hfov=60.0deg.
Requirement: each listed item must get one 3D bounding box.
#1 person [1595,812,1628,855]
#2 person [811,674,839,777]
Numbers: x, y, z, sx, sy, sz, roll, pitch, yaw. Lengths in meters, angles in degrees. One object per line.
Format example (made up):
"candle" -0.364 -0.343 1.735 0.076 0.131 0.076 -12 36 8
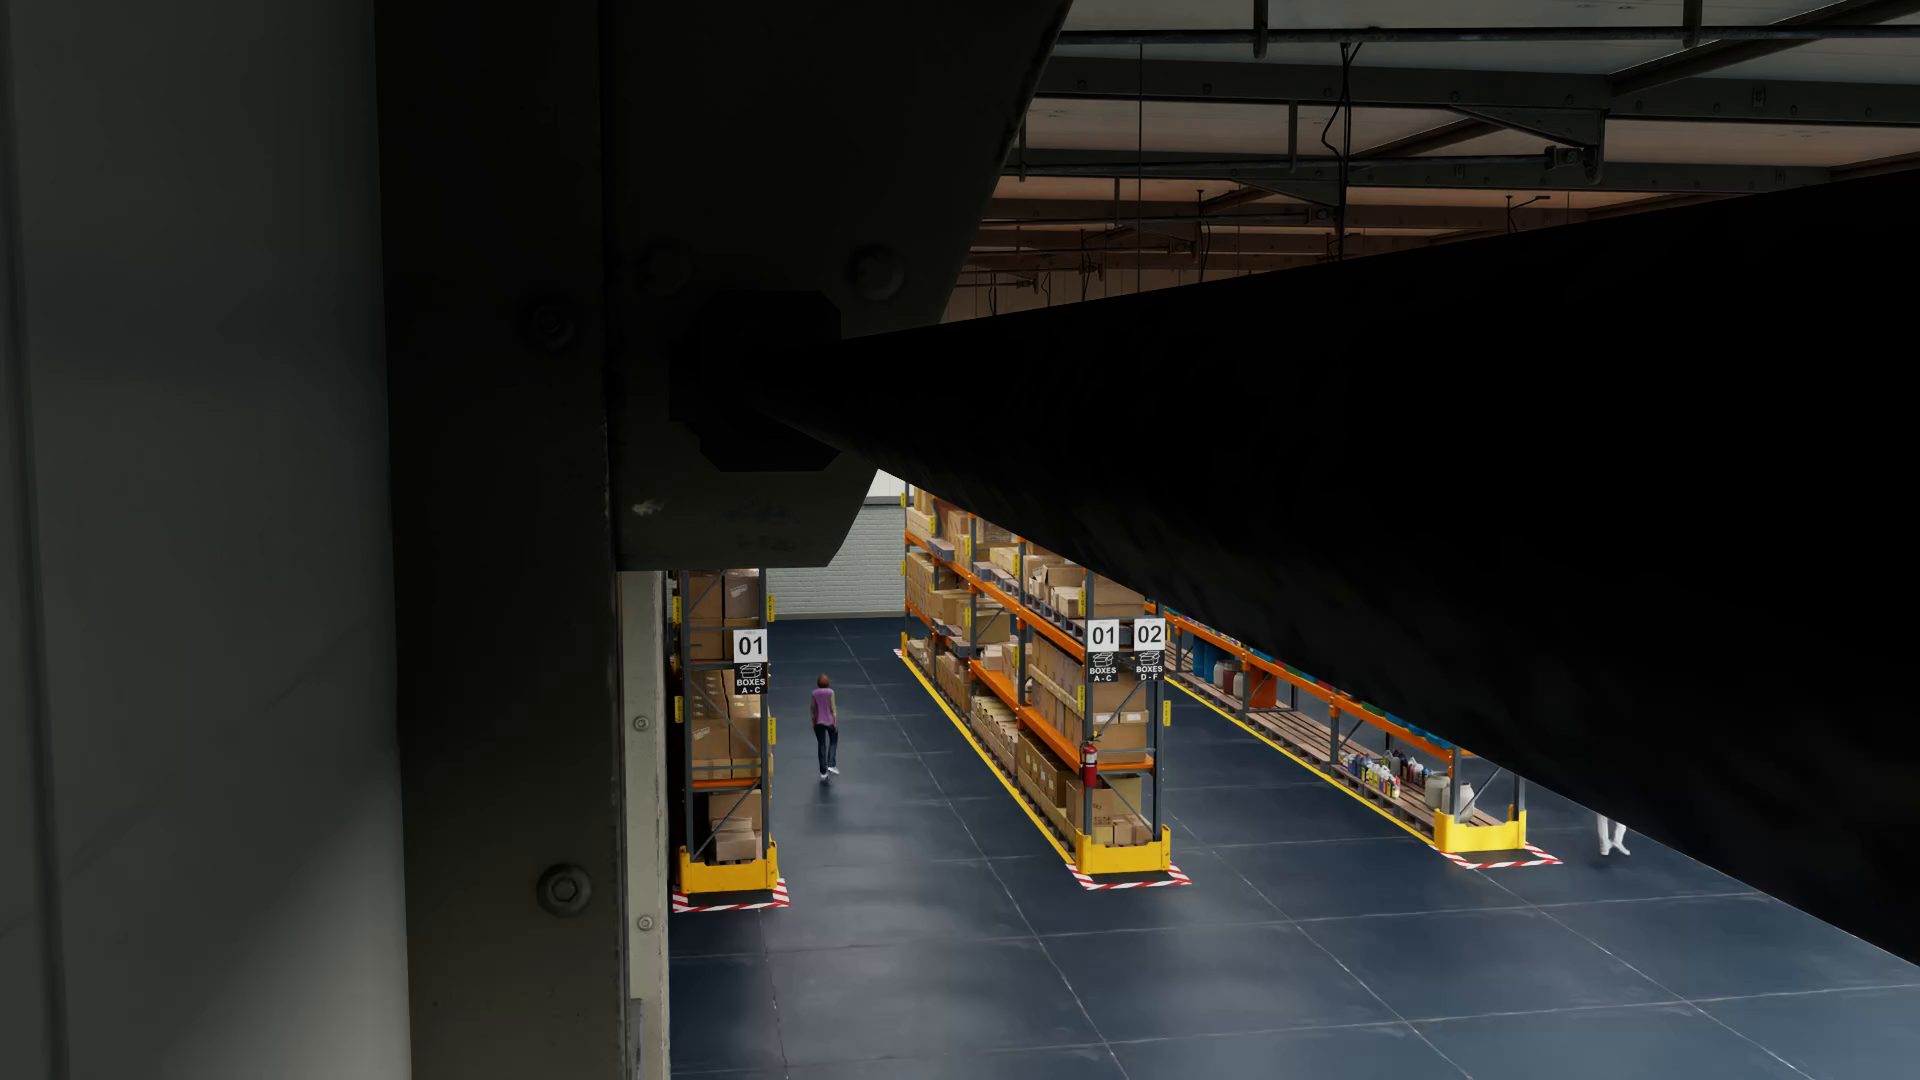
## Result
"person" 8.418 3.272 21.592 0.585 1.667 0.423 3 7 29
"person" -2.110 2.879 25.728 0.431 1.607 0.514 0 6 2
